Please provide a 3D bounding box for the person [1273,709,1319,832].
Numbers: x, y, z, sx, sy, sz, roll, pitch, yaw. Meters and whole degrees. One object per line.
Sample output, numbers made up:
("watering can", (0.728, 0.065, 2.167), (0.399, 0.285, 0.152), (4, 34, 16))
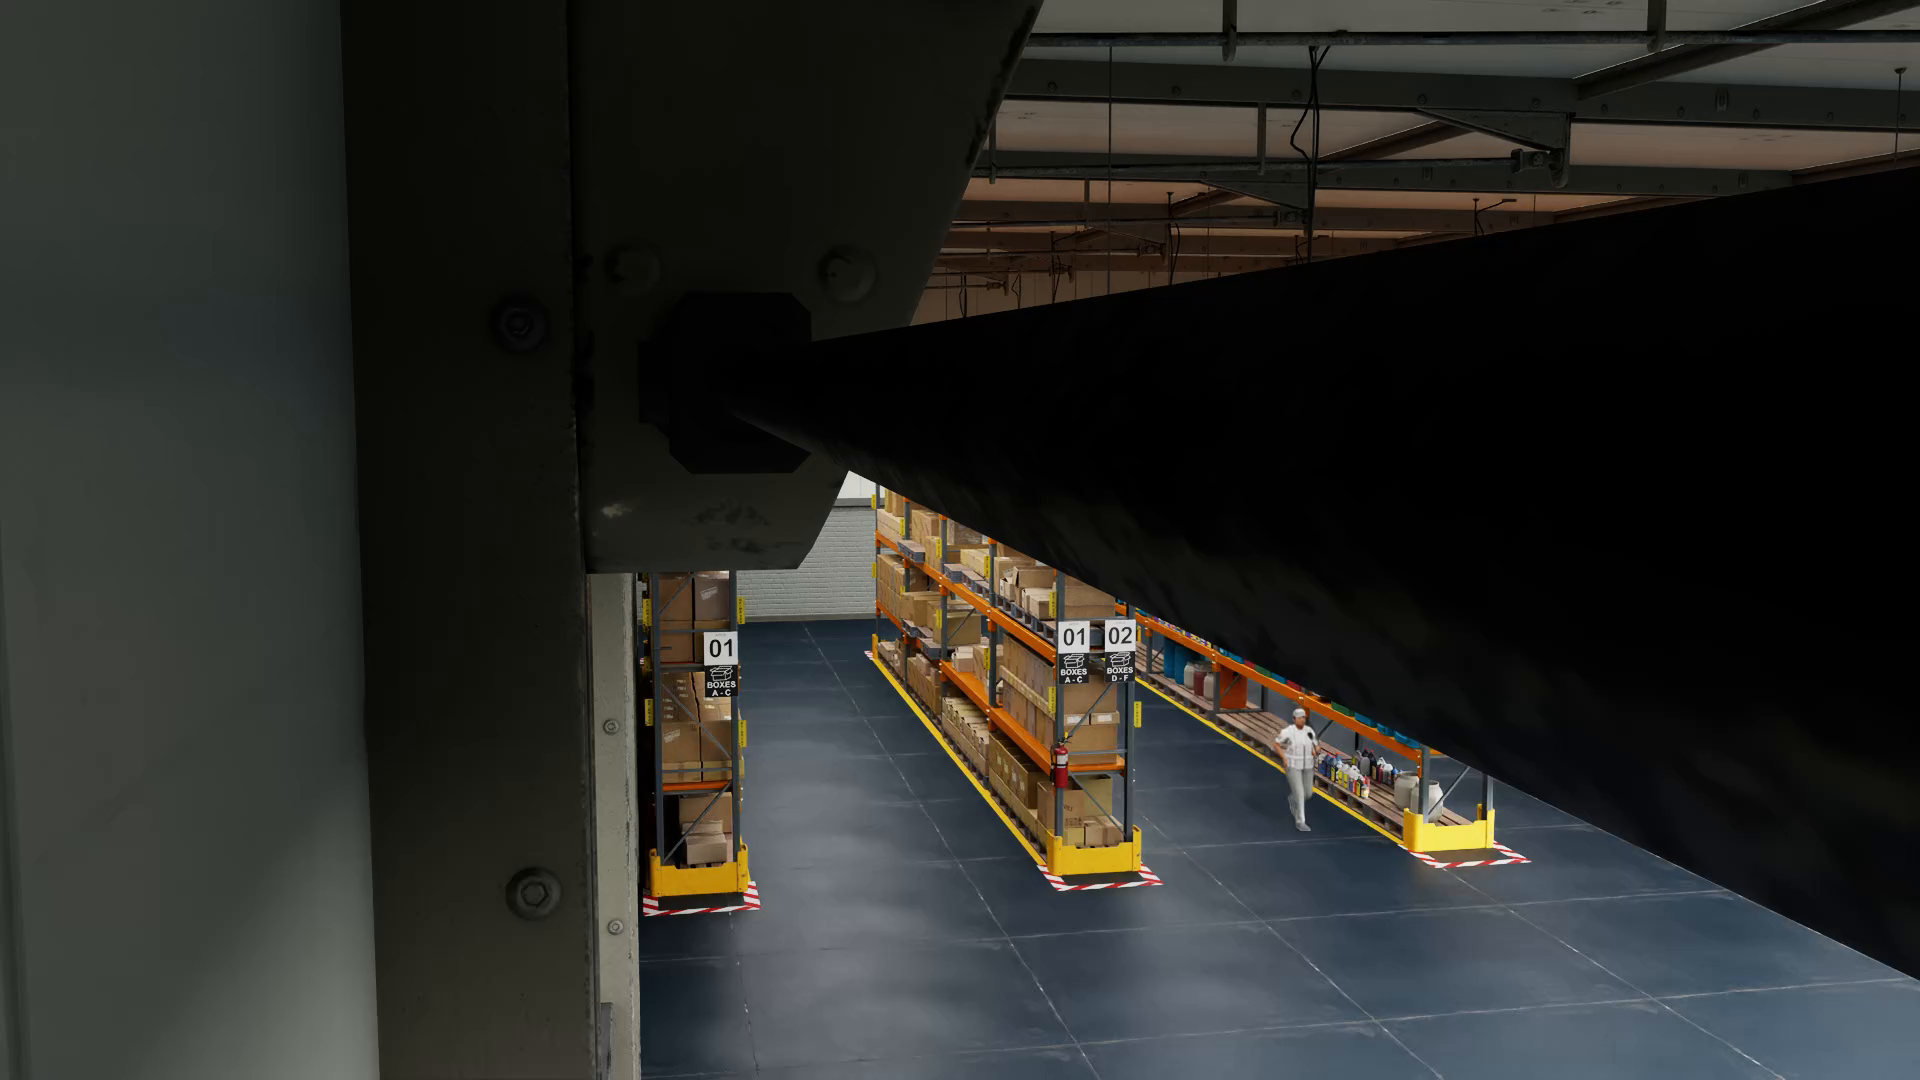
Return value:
("person", (4.686, 3.148, 23.043), (0.619, 1.638, 0.843), (-2, 6, -15))
